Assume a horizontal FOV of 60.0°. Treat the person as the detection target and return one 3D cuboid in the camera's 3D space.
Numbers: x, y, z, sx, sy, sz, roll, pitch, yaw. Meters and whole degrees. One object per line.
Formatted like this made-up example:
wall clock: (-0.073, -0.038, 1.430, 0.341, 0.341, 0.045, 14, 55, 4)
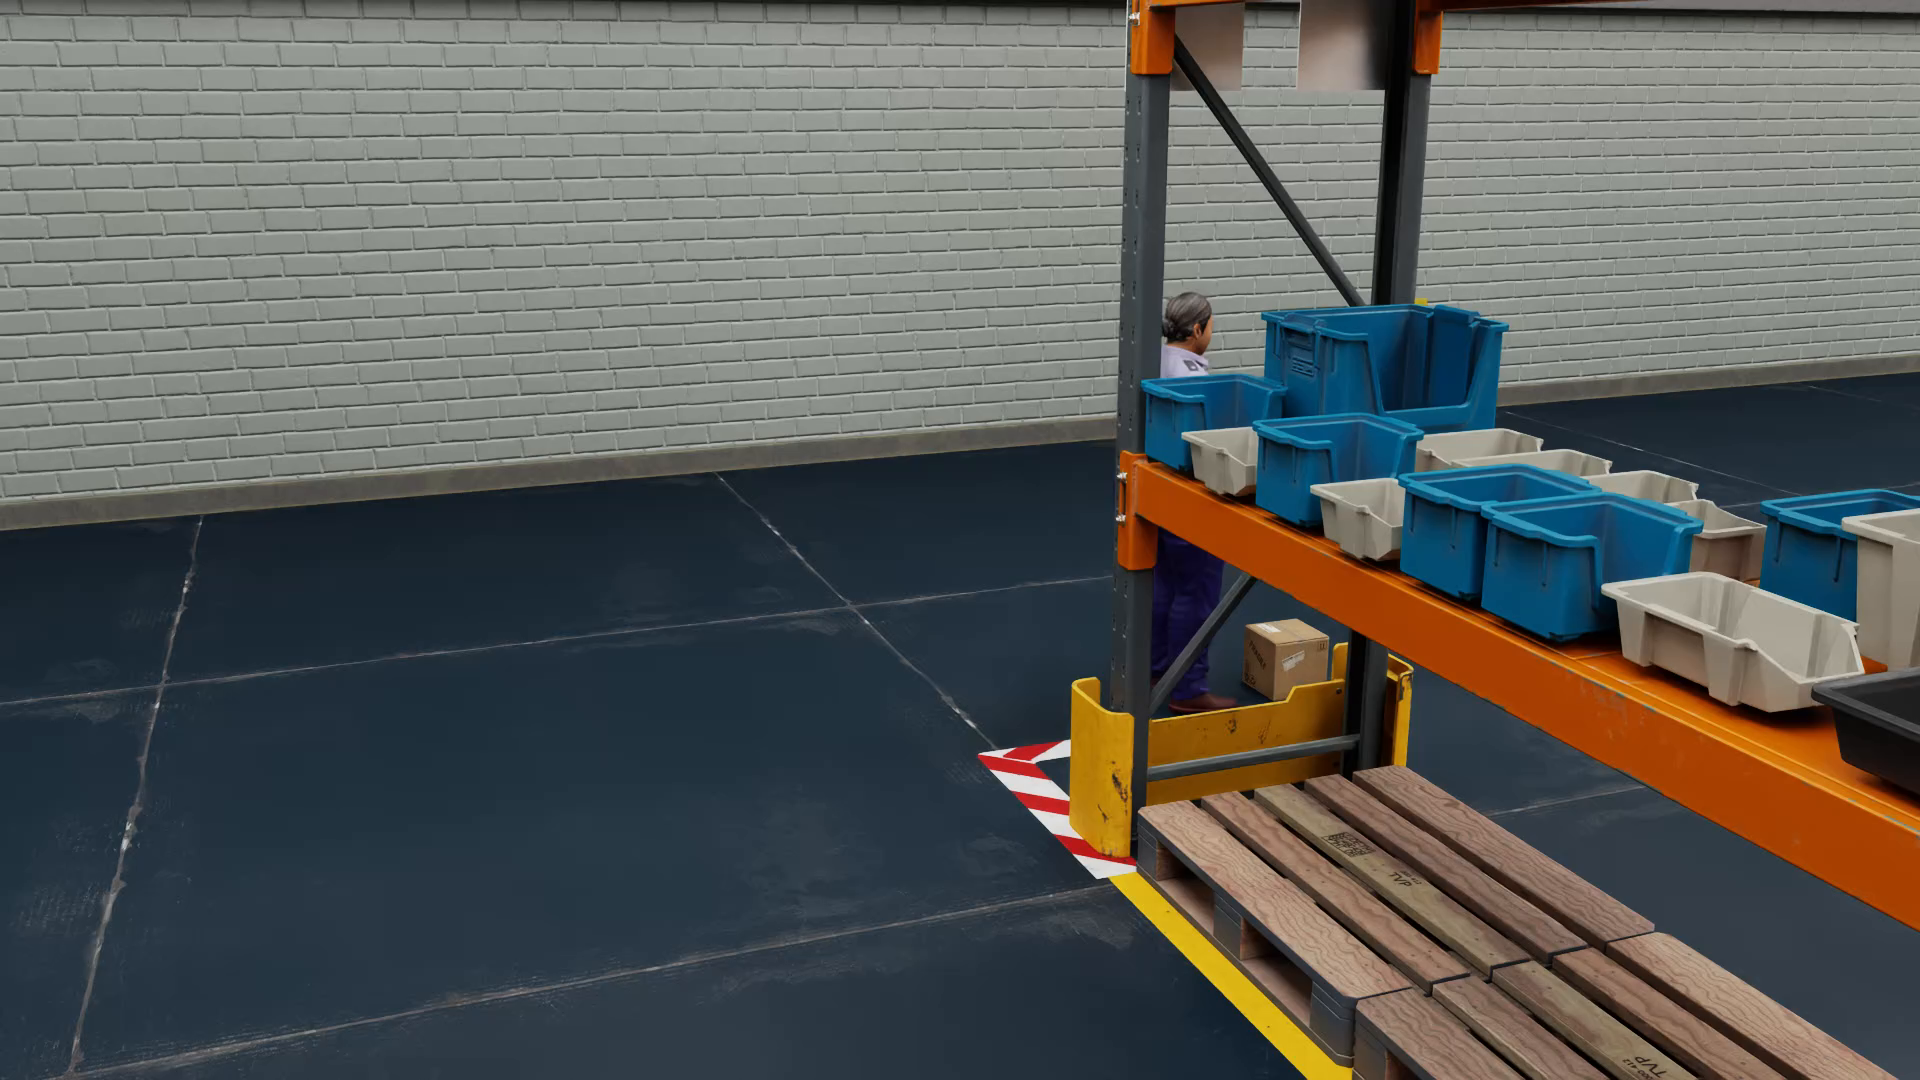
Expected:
person: (0.897, -0.147, 6.558, 0.368, 1.663, 0.478, -5, 16, -16)
